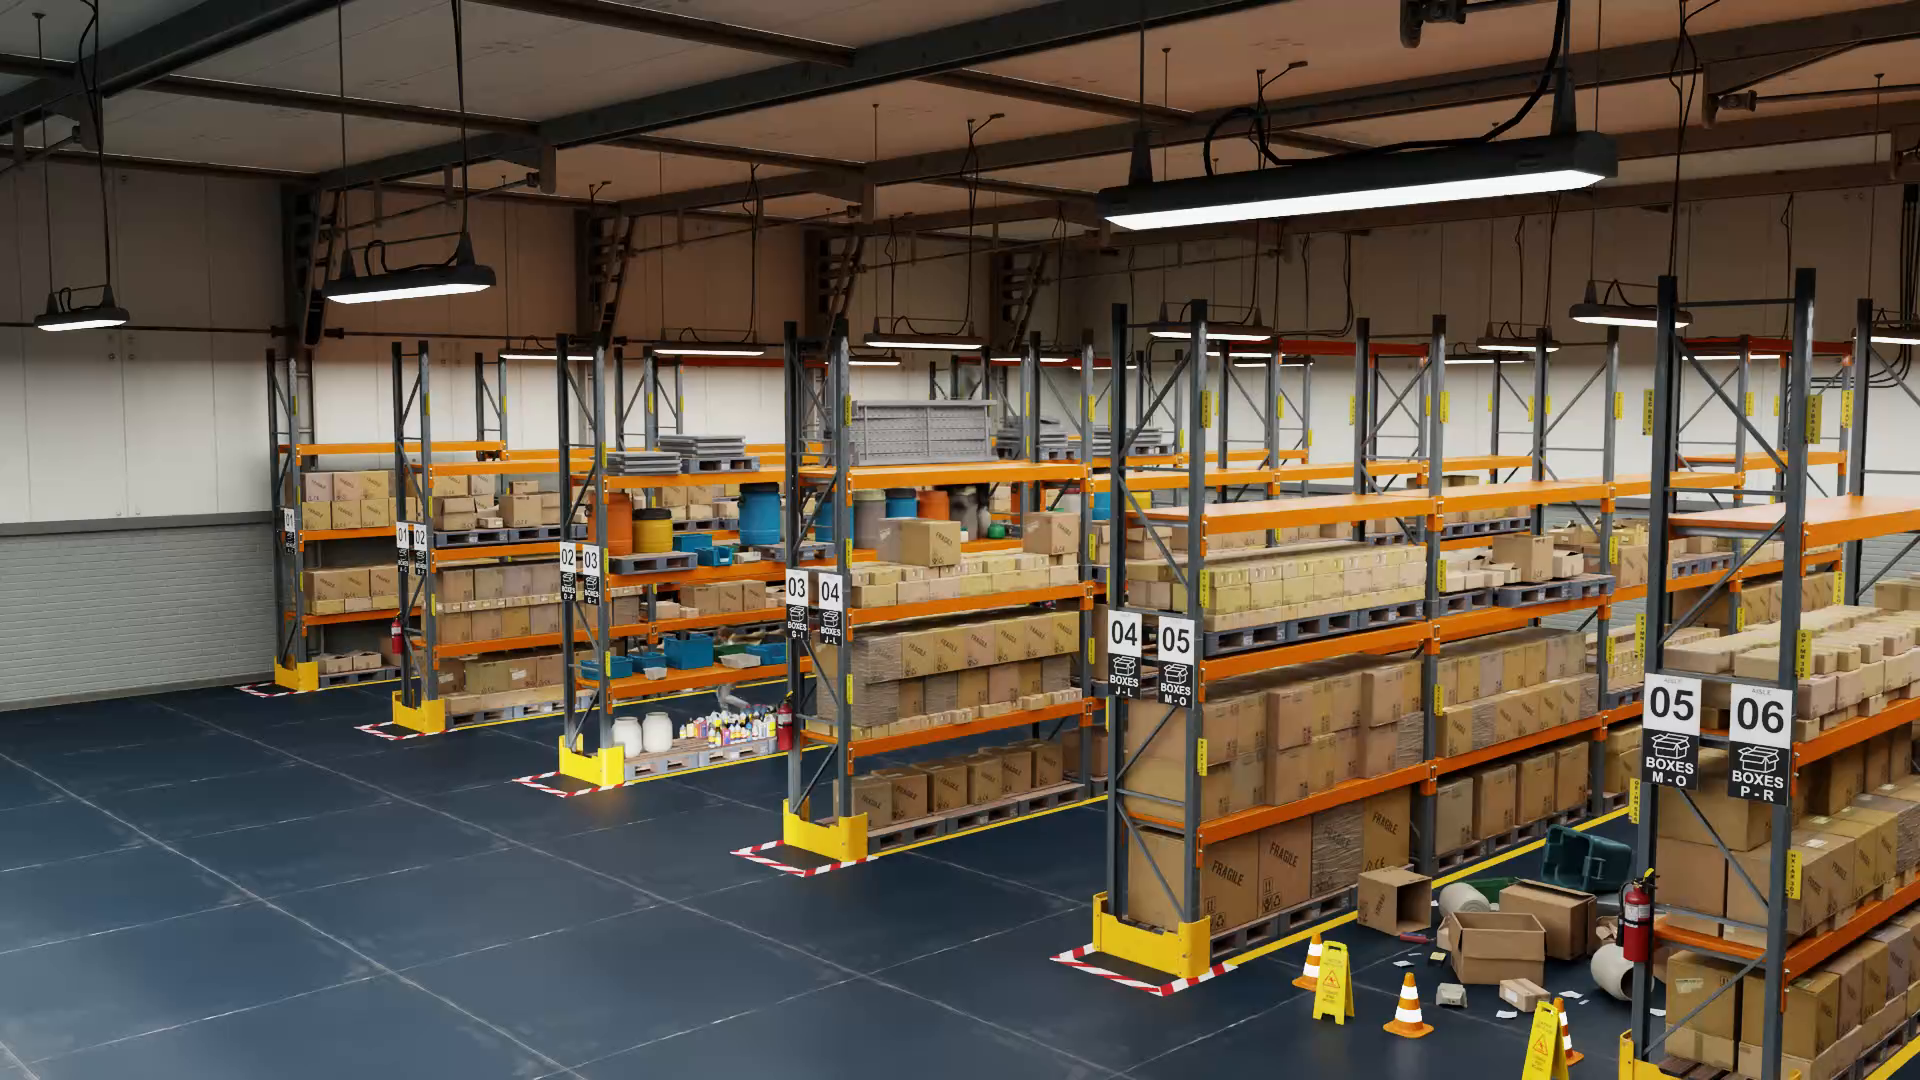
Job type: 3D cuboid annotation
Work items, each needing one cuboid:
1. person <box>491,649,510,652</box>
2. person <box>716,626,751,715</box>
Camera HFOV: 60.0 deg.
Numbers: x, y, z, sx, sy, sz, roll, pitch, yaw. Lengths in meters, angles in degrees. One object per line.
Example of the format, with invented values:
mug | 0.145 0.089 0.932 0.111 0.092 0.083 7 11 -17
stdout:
person | -7.989 1.765 29.235 0.658 1.741 0.680 2 5 20
person | -3.582 2.111 26.027 0.590 1.569 0.497 -2 5 -22
